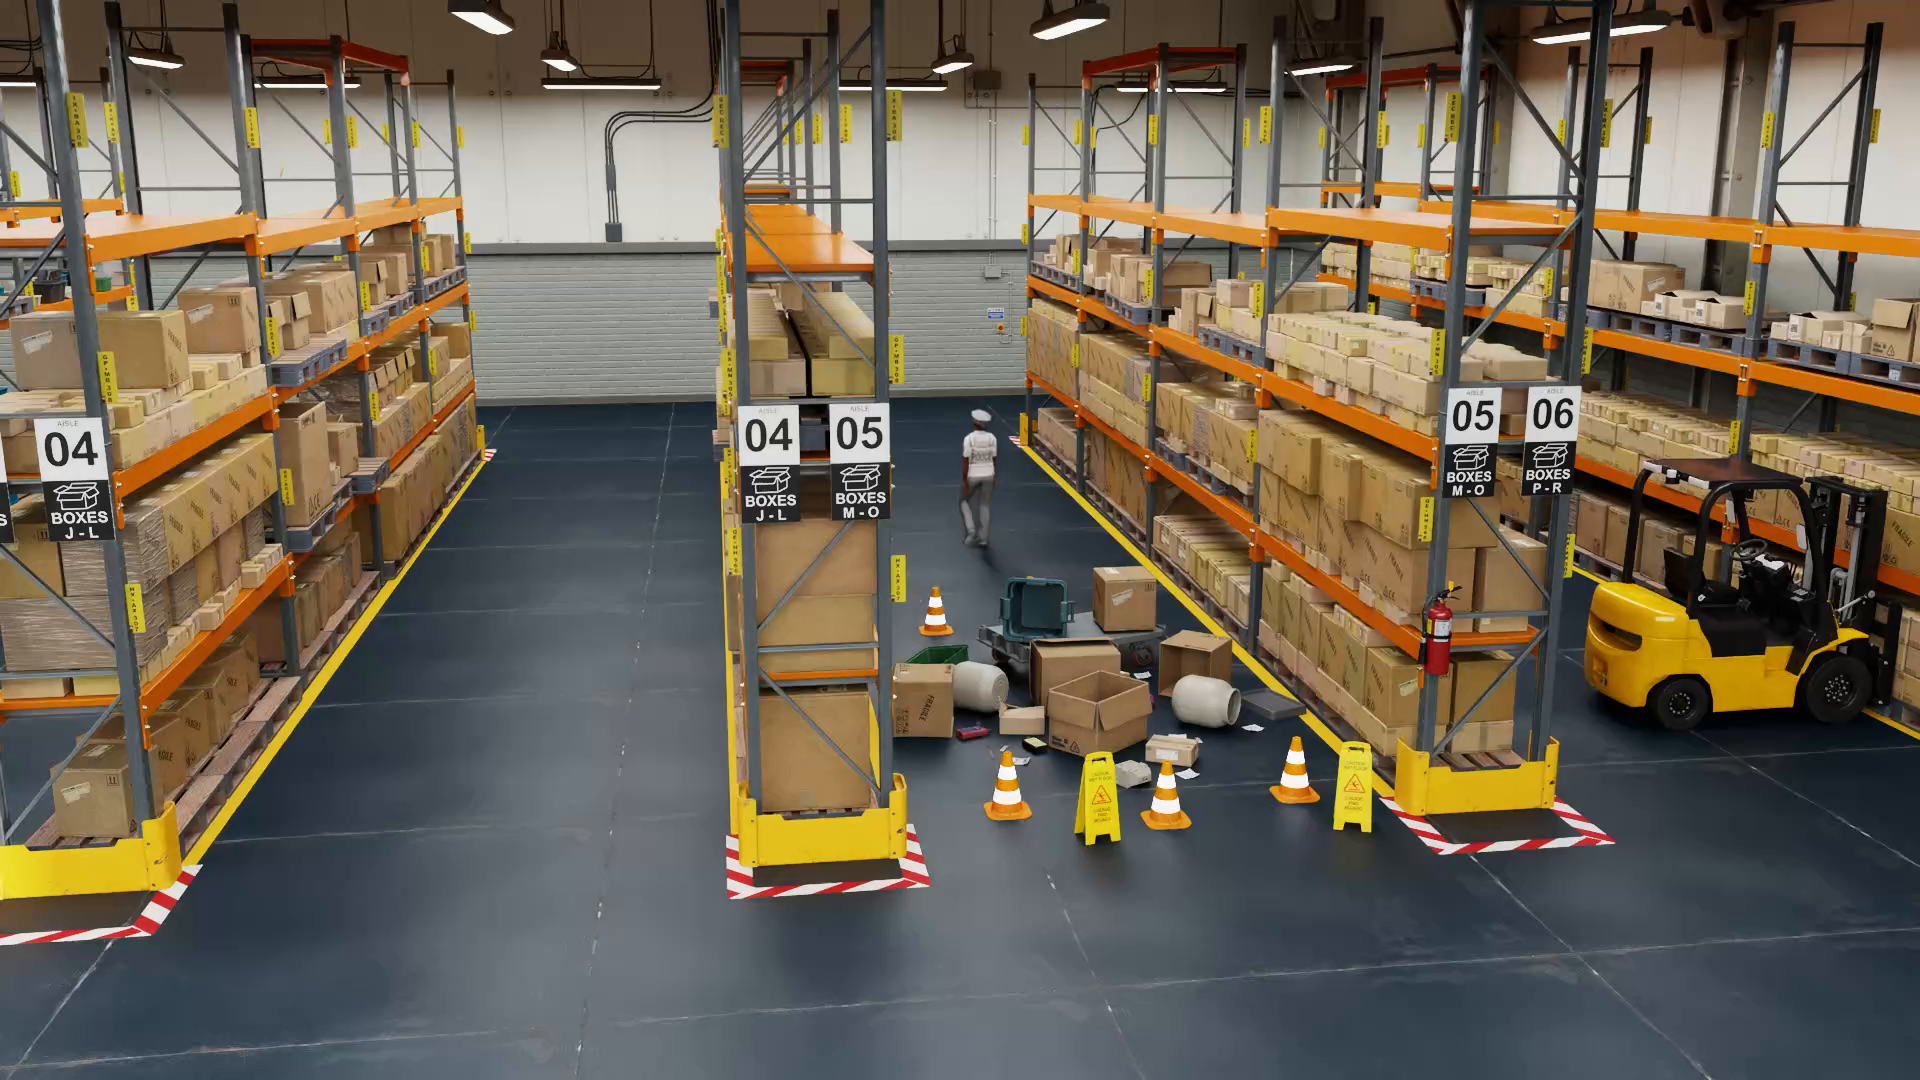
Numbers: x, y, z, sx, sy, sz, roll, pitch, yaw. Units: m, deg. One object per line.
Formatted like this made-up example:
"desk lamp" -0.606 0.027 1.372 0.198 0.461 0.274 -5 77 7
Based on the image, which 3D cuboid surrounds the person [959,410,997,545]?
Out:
"person" 0.220 -0.769 20.645 0.454 1.705 0.435 -3 14 -13
